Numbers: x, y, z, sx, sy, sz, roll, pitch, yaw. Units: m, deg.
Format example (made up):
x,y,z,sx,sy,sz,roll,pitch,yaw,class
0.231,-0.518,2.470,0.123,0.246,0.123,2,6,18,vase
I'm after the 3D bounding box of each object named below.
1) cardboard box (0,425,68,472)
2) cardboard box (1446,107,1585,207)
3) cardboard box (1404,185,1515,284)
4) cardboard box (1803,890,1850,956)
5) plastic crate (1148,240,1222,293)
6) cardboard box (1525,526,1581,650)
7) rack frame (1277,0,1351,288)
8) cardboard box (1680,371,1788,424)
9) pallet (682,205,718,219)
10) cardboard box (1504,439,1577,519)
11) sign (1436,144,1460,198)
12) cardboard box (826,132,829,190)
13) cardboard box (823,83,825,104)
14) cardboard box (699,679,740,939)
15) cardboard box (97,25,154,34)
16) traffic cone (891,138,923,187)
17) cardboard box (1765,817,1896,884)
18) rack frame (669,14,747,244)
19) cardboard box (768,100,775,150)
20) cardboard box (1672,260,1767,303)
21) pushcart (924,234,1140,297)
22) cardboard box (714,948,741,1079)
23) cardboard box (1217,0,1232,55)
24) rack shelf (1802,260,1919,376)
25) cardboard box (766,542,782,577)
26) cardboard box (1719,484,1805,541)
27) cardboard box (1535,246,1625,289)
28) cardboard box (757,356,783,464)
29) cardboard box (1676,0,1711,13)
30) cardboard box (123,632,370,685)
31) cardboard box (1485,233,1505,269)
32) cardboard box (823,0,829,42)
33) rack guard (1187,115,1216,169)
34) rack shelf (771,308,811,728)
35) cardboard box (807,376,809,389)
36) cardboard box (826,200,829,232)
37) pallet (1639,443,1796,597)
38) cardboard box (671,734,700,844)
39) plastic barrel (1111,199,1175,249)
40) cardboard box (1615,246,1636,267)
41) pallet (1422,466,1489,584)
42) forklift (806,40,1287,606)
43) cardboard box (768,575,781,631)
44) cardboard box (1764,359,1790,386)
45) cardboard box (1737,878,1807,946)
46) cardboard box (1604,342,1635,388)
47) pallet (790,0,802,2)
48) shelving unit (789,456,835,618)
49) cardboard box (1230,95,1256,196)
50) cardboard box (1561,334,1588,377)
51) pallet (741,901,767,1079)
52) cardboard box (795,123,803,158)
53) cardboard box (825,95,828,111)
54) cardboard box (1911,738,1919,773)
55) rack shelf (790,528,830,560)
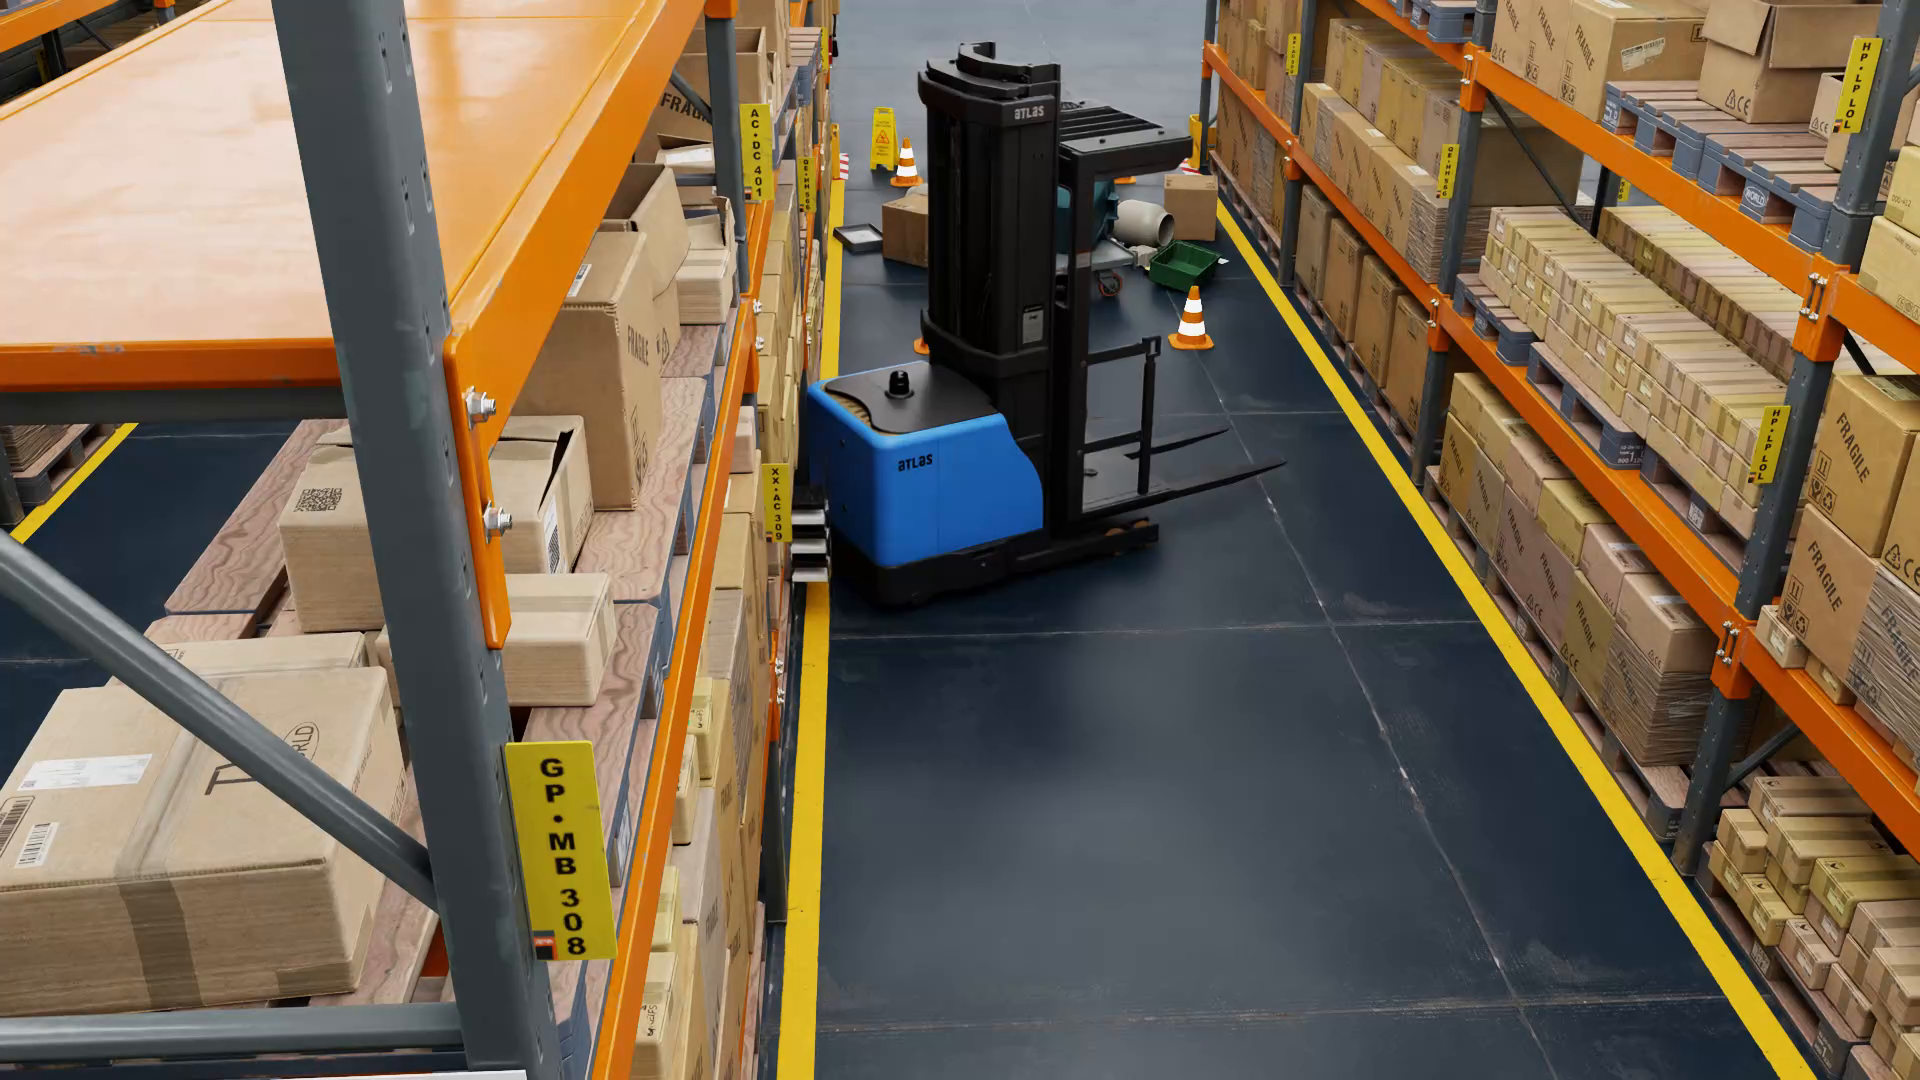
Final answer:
x,y,z,sx,sy,sz,roll,pitch,yaw,class
-6.426,-0.852,10.753,0.875,0.625,0.625,-1,28,-1,cardboard box
3.474,-2.413,10.444,0.700,0.500,0.500,-2,28,-3,cardboard box
3.196,-1.964,10.663,0.500,0.500,0.500,-1,28,-3,cardboard box
3.548,1.477,6.482,0.380,0.149,0.250,-2,28,-3,cardboard box
1.962,-2.393,14.572,0.450,0.188,0.662,22,34,18,plastic crate
3.358,0.242,8.792,0.500,0.500,0.500,-2,28,-4,cardboard box
3.279,-3.565,13.842,1.000,3.000,0.127,-1,28,-3,rack frame
3.454,-0.633,7.395,0.380,0.149,0.250,-2,28,-4,cardboard box
-1.338,-1.372,6.600,0.805,0.209,1.217,-2,28,-5,pallet
3.322,-0.341,9.098,0.500,0.250,0.500,-1,28,-2,cardboard box
2.934,-2.216,10.004,0.100,0.325,0.005,-1,28,-3,sign
-1.485,-3.464,15.356,0.500,0.500,0.500,0,28,0,cardboard box
-1.413,-4.032,15.008,0.380,0.149,0.250,-1,28,-2,cardboard box
-0.869,0.720,4.436,0.500,0.500,0.500,-1,28,-2,cardboard box
-7.009,-4.234,13.994,0.380,0.149,0.250,-2,28,-4,cardboard box
-0.557,-3.954,17.331,0.336,0.463,0.334,-1,28,-3,traffic cone
3.463,1.236,6.622,0.380,0.149,0.250,0,28,0,cardboard box
-1.241,-2.364,5.052,1.000,3.000,0.127,-1,28,-3,rack frame
-0.958,-1.710,6.840,0.380,0.166,0.250,-3,28,-6,cardboard box
4.020,-1.370,8.806,0.380,0.149,0.250,-1,28,-3,cardboard box
0.615,-2.314,14.280,1.648,0.377,0.936,-11,30,-20,pushcart
-0.834,1.402,4.211,0.500,0.500,0.500,-2,28,-3,cardboard box
3.135,-5.309,17.023,0.875,0.550,0.550,-1,28,-3,cardboard box
3.801,0.042,4.460,1.077,0.370,4.000,-1,28,-3,rack shelf
-0.983,-0.070,6.762,0.500,0.250,0.500,-2,28,-4,cardboard box
3.478,-0.124,7.062,0.380,0.149,0.250,-2,28,-4,cardboard box
3.357,-1.479,9.016,0.380,0.149,0.250,-3,28,-5,cardboard box
-0.977,-0.402,6.588,0.500,0.500,0.500,-1,28,-2,cardboard box
3.833,-2.373,8.205,0.500,0.500,0.500,-1,28,-3,cardboard box
-1.248,0.296,2.904,0.380,0.149,0.250,-3,28,-7,cardboard box
3.313,-1.697,9.755,0.380,0.149,0.250,0,28,0,cardboard box
-1.470,-4.463,14.053,0.700,0.500,0.500,-1,28,-2,cardboard box
3.069,-4.315,17.983,1.175,0.500,0.348,-1,28,-3,rack guard
-1.346,-0.309,8.377,1.077,0.370,4.000,-1,28,-3,rack shelf
-1.470,-0.834,10.993,0.950,0.372,0.625,-3,28,-6,cardboard box
-1.459,-2.891,15.069,0.500,0.250,0.500,0,28,0,cardboard box
3.802,-0.142,7.486,1.003,0.211,1.213,-1,28,-3,pallet
-0.828,0.597,3.970,0.380,0.149,0.250,-1,28,-2,cardboard box
1.688,-2.910,15.371,0.512,0.421,0.421,19,33,32,plastic barrel
3.984,-1.584,9.540,0.380,0.149,0.250,0,28,-1,cardboard box
3.527,-0.121,10.253,1.003,0.211,1.213,-1,28,-3,pallet
0.631,-1.403,9.770,3.031,2.935,1.130,-14,31,-26,forklift
-1.001,0.152,6.876,0.500,0.250,0.500,-2,28,-4,cardboard box
4.076,-0.754,7.948,0.380,0.149,0.250,0,28,-1,cardboard box
3.409,1.506,6.748,0.380,0.149,0.250,-1,28,-1,cardboard box
3.406,-0.865,8.161,0.380,0.149,0.250,-1,28,-2,cardboard box
-1.676,-3.879,11.403,1.213,0.211,1.003,-1,28,-3,pallet
-0.836,-0.012,9.297,0.210,0.900,0.258,0,28,1,shelving unit
3.219,-3.939,16.402,0.875,0.875,0.875,-2,28,-3,cardboard box
3.381,-0.969,8.682,0.380,0.149,0.250,-1,28,-2,cardboard box
-1.280,1.885,6.408,1.003,0.211,1.213,-1,28,-3,pallet
-1.277,-2.368,10.663,0.500,0.500,0.500,0,28,0,cardboard box
-1.469,-4.186,16.038,0.380,0.149,0.250,-1,28,-2,cardboard box
3.494,0.650,5.331,0.500,0.500,0.500,-2,28,-4,cardboard box
-0.836,0.018,9.312,0.200,0.077,0.258,0,28,1,rack shelf
